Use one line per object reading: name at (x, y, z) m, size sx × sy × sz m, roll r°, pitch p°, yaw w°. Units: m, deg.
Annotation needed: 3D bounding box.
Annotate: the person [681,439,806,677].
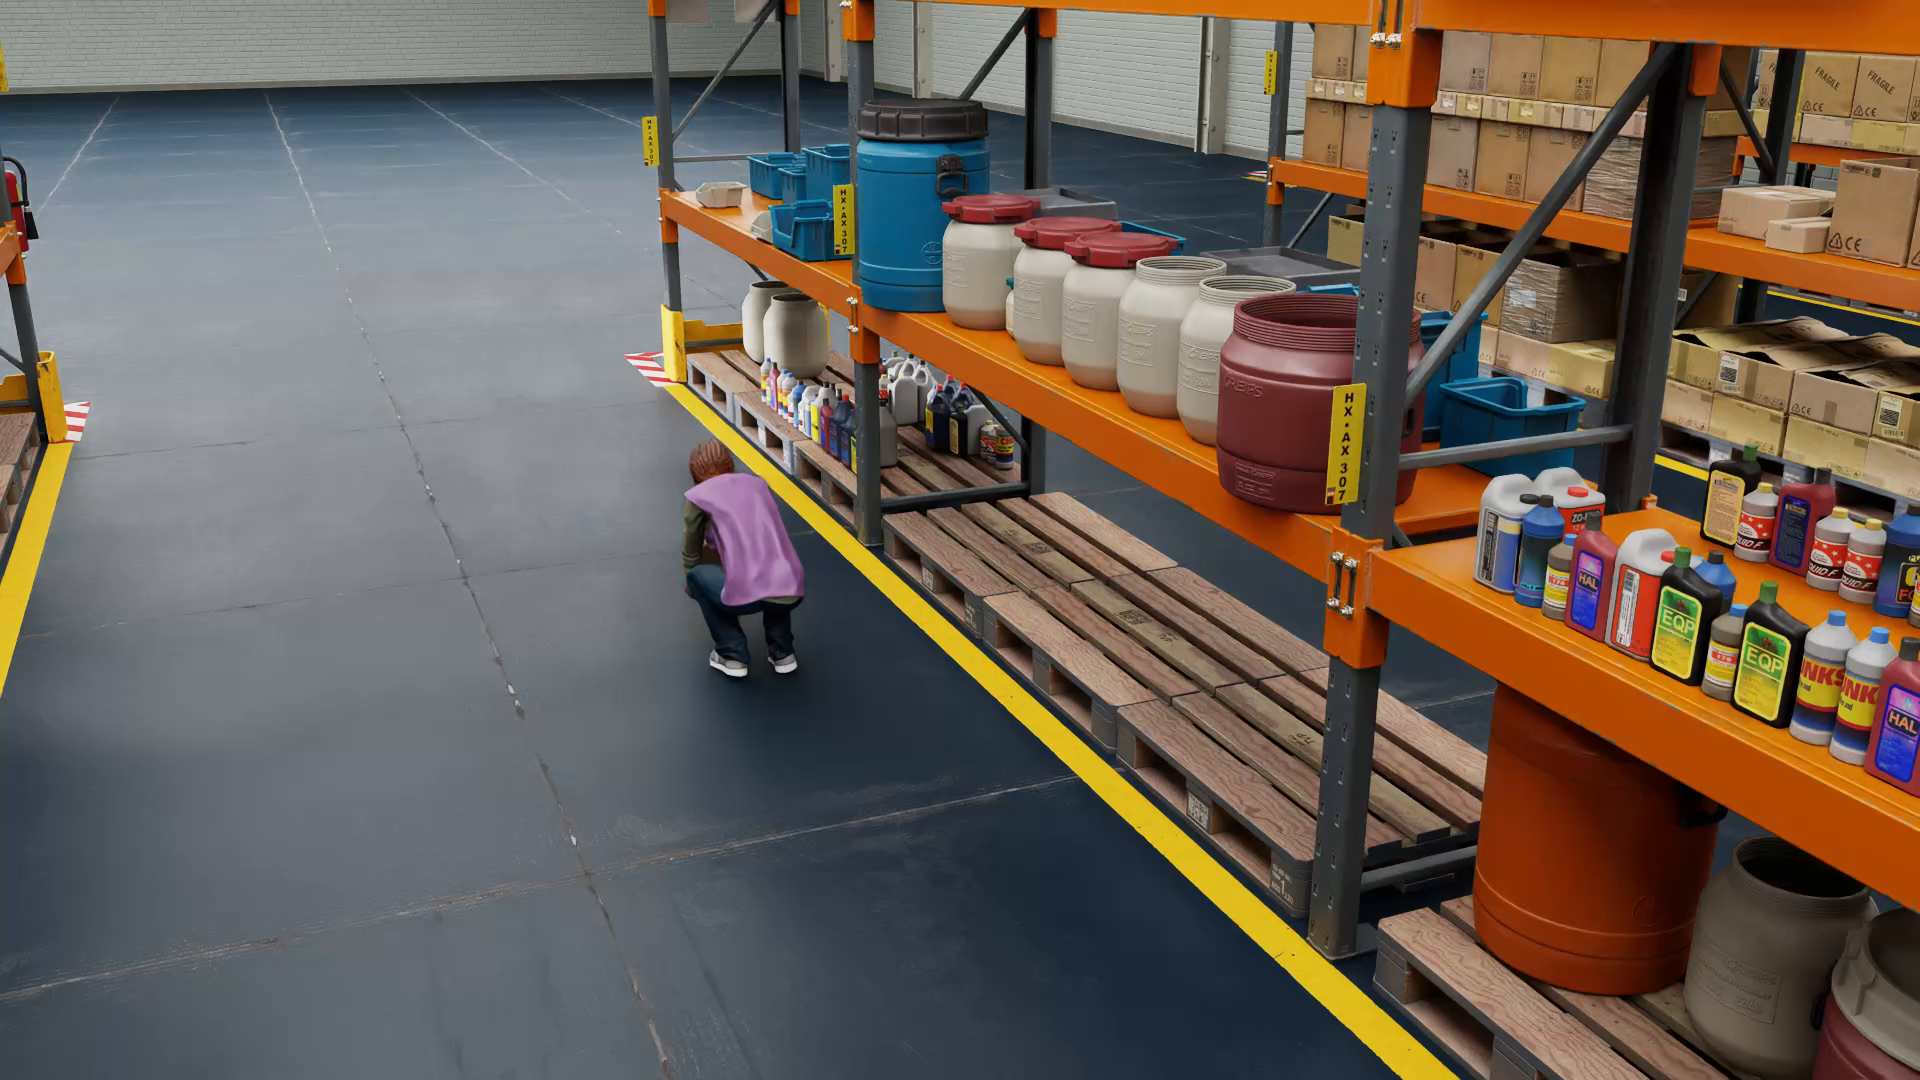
person at (-0.915, 0.082, 6.928) m, size 0.425 × 0.898 × 0.816 m, roll -8°, pitch 21°, yaw -23°
